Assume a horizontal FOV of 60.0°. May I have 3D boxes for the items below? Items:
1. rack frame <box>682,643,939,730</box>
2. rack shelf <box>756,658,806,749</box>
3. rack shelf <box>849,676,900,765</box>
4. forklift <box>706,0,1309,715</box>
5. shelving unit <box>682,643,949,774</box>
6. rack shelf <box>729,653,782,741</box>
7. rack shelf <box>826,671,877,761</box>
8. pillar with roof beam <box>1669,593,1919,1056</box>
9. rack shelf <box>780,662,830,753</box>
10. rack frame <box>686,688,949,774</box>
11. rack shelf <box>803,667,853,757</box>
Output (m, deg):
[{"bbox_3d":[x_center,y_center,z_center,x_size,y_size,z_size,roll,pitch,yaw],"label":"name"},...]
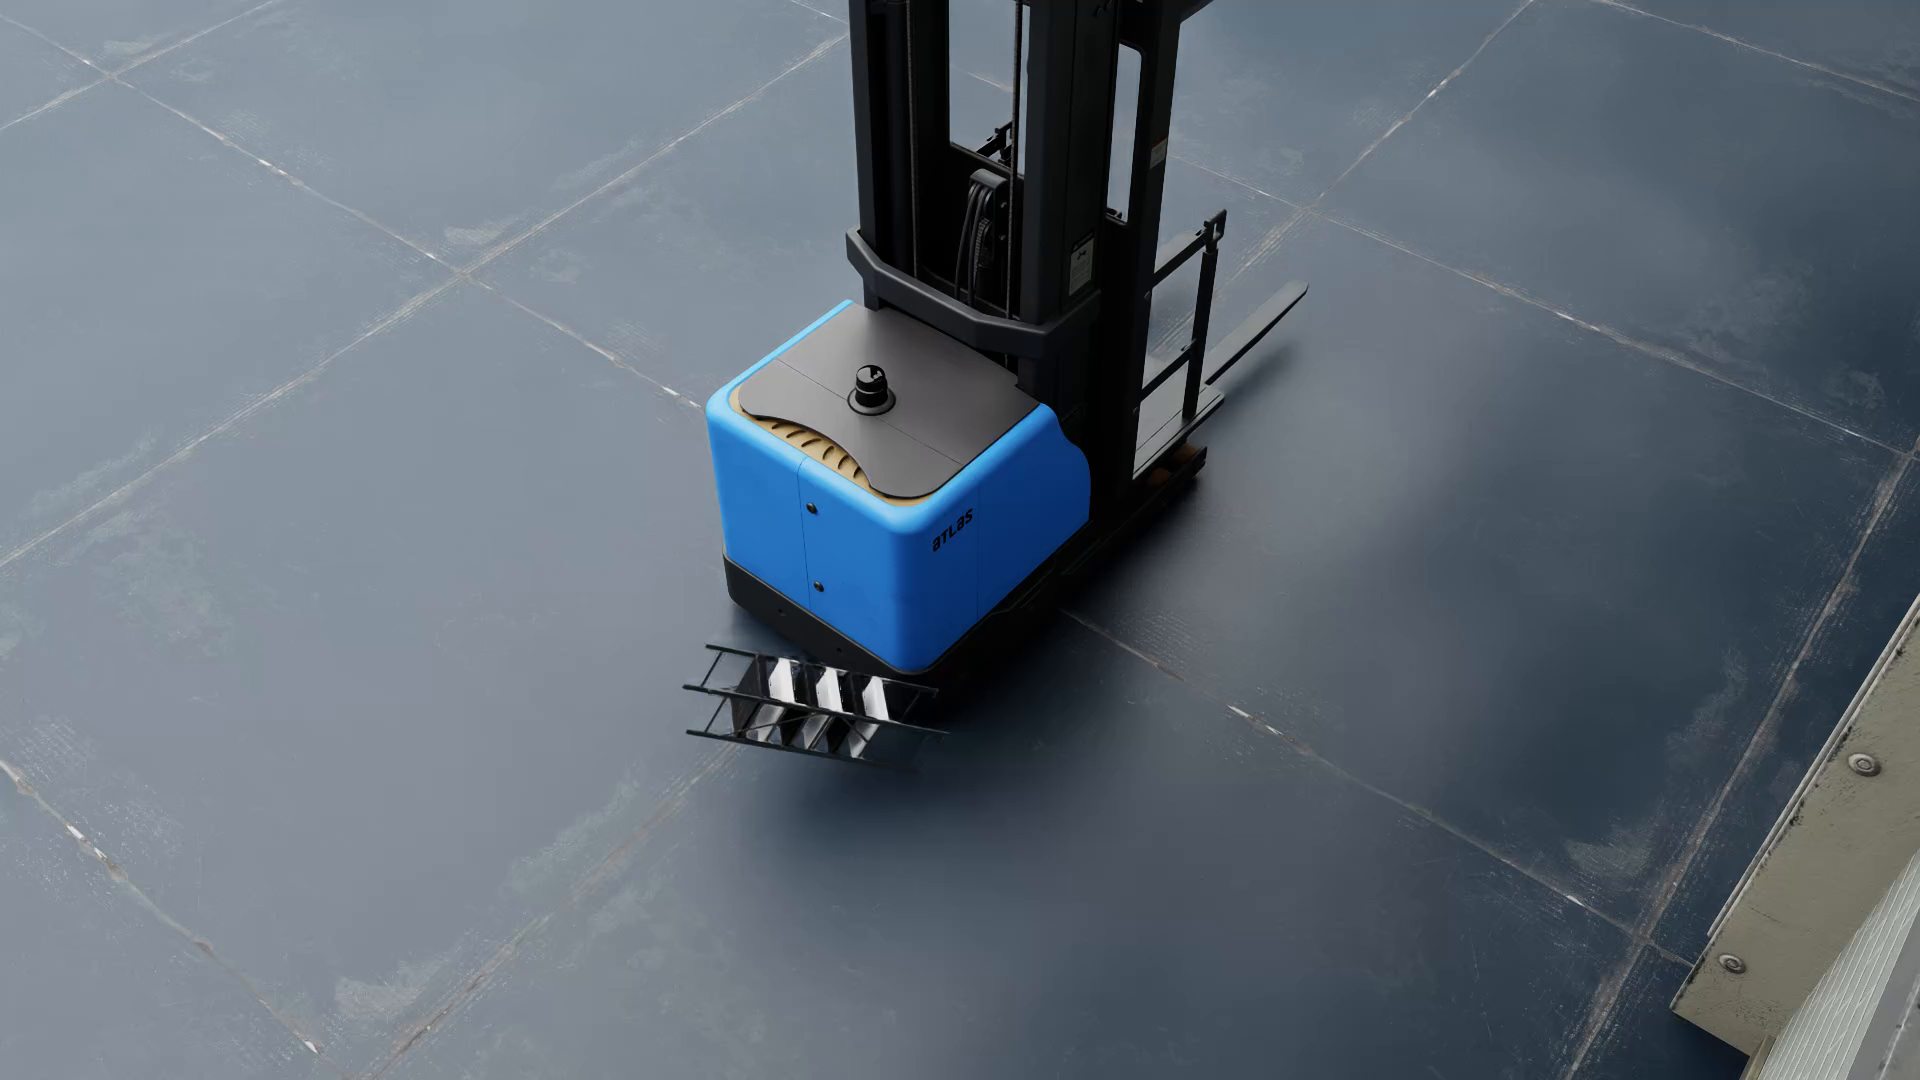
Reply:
[{"bbox_3d":[-0.523,0.532,5.945,0.900,0.240,0.006,14,40,-26],"label":"rack frame"},{"bbox_3d":[-0.634,0.571,5.811,0.077,0.258,0.200,14,40,-26],"label":"rack shelf"},{"bbox_3d":[-0.319,0.648,5.968,0.077,0.258,0.200,14,40,-26],"label":"rack shelf"},{"bbox_3d":[0.403,-1.363,6.190,1.130,2.935,3.031,31,54,26],"label":"forklift"},{"bbox_3d":[-0.506,0.603,5.875,0.900,0.258,0.210,14,40,-26],"label":"shelving unit"},{"bbox_3d":[-0.713,0.552,5.772,0.077,0.258,0.200,14,40,-26],"label":"rack shelf"},{"bbox_3d":[-0.398,0.629,5.928,0.077,0.258,0.200,14,40,-26],"label":"rack shelf"},{"bbox_3d":[-0.841,-3.522,4.055,9.100,9.000,0.400,29,53,25],"label":"pillar with roof beam"},{"bbox_3d":[-0.555,0.591,5.850,0.077,0.258,0.200,14,40,-26],"label":"rack shelf"},{"bbox_3d":[-0.488,0.674,5.804,0.900,0.240,0.006,14,40,-26],"label":"rack frame"},{"bbox_3d":[-0.477,0.610,5.889,0.077,0.258,0.200,14,40,-26],"label":"rack shelf"}]
